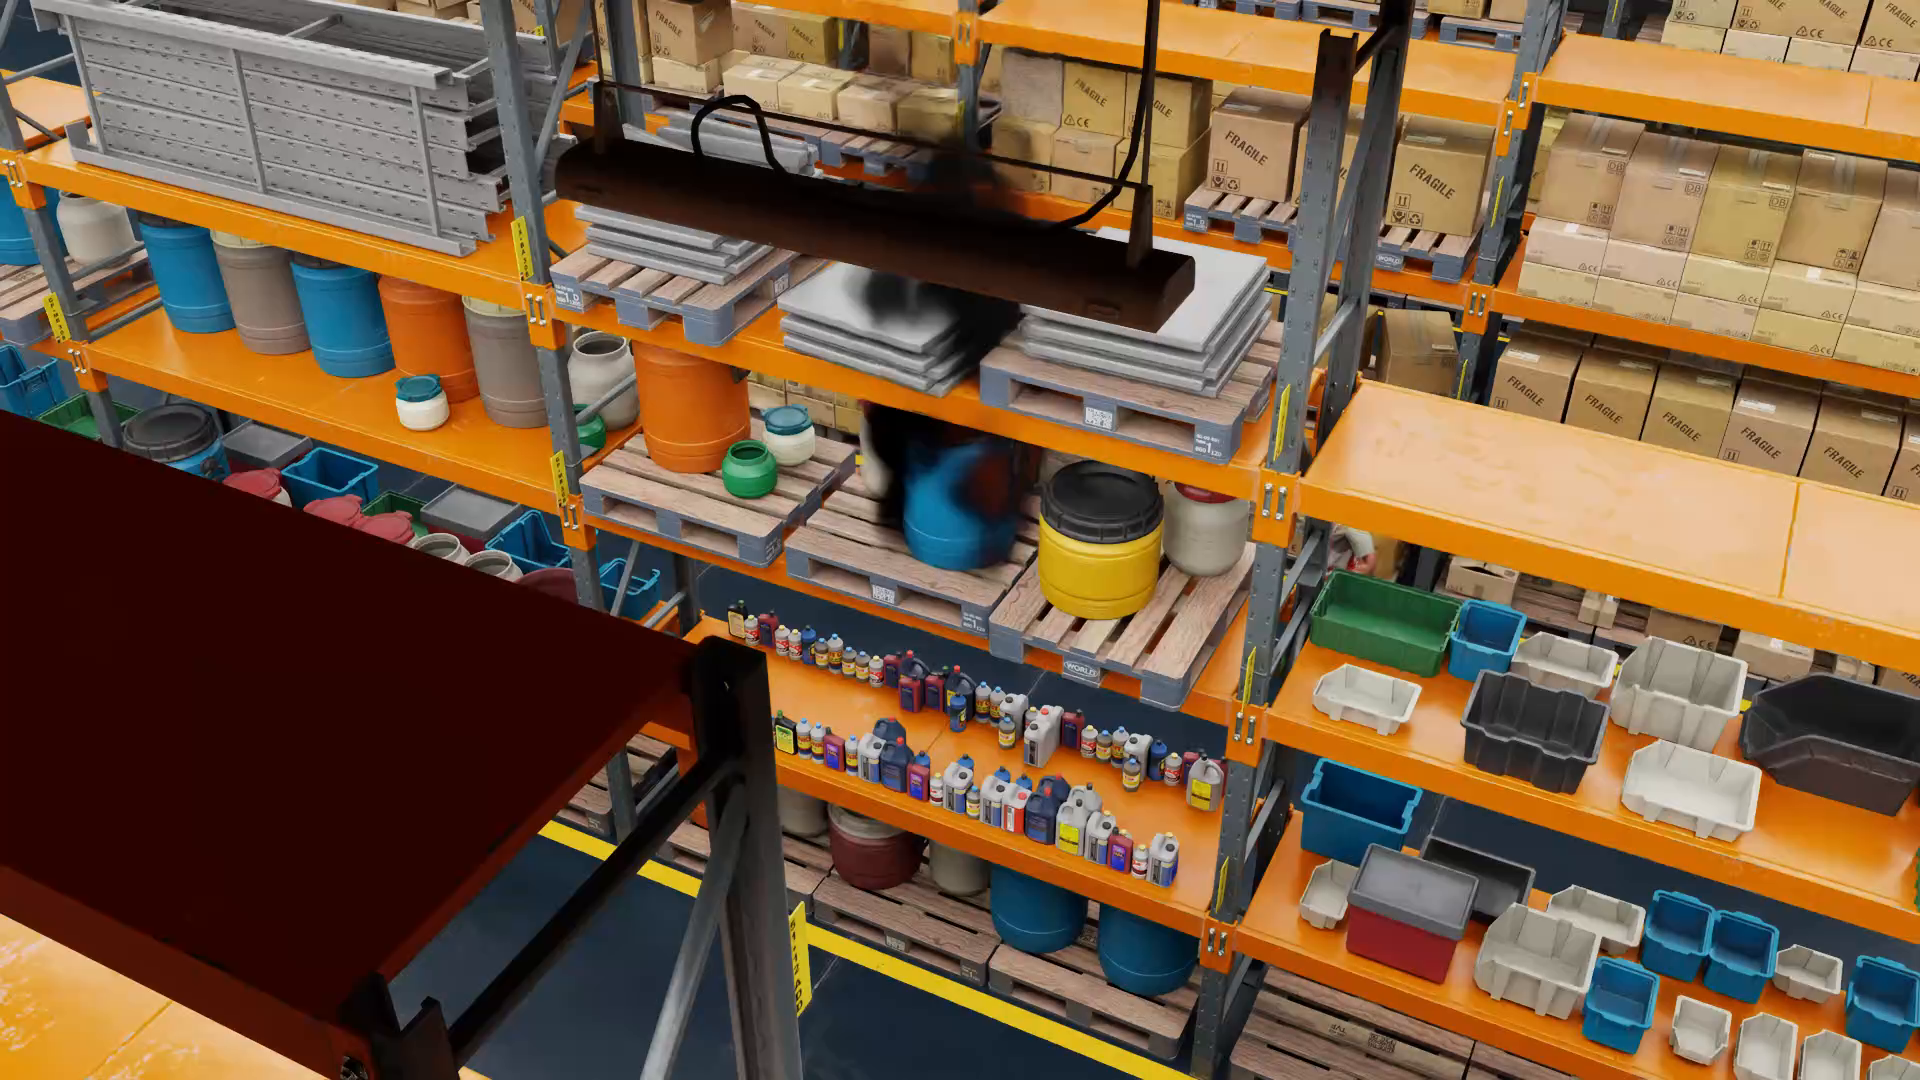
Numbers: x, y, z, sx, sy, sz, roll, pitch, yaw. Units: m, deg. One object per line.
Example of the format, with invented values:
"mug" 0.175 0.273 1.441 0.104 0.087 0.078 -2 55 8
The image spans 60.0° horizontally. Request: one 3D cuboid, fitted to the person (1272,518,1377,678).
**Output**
"person" 2.540 0.270 11.403 0.905 1.800 0.654 9 36 13
